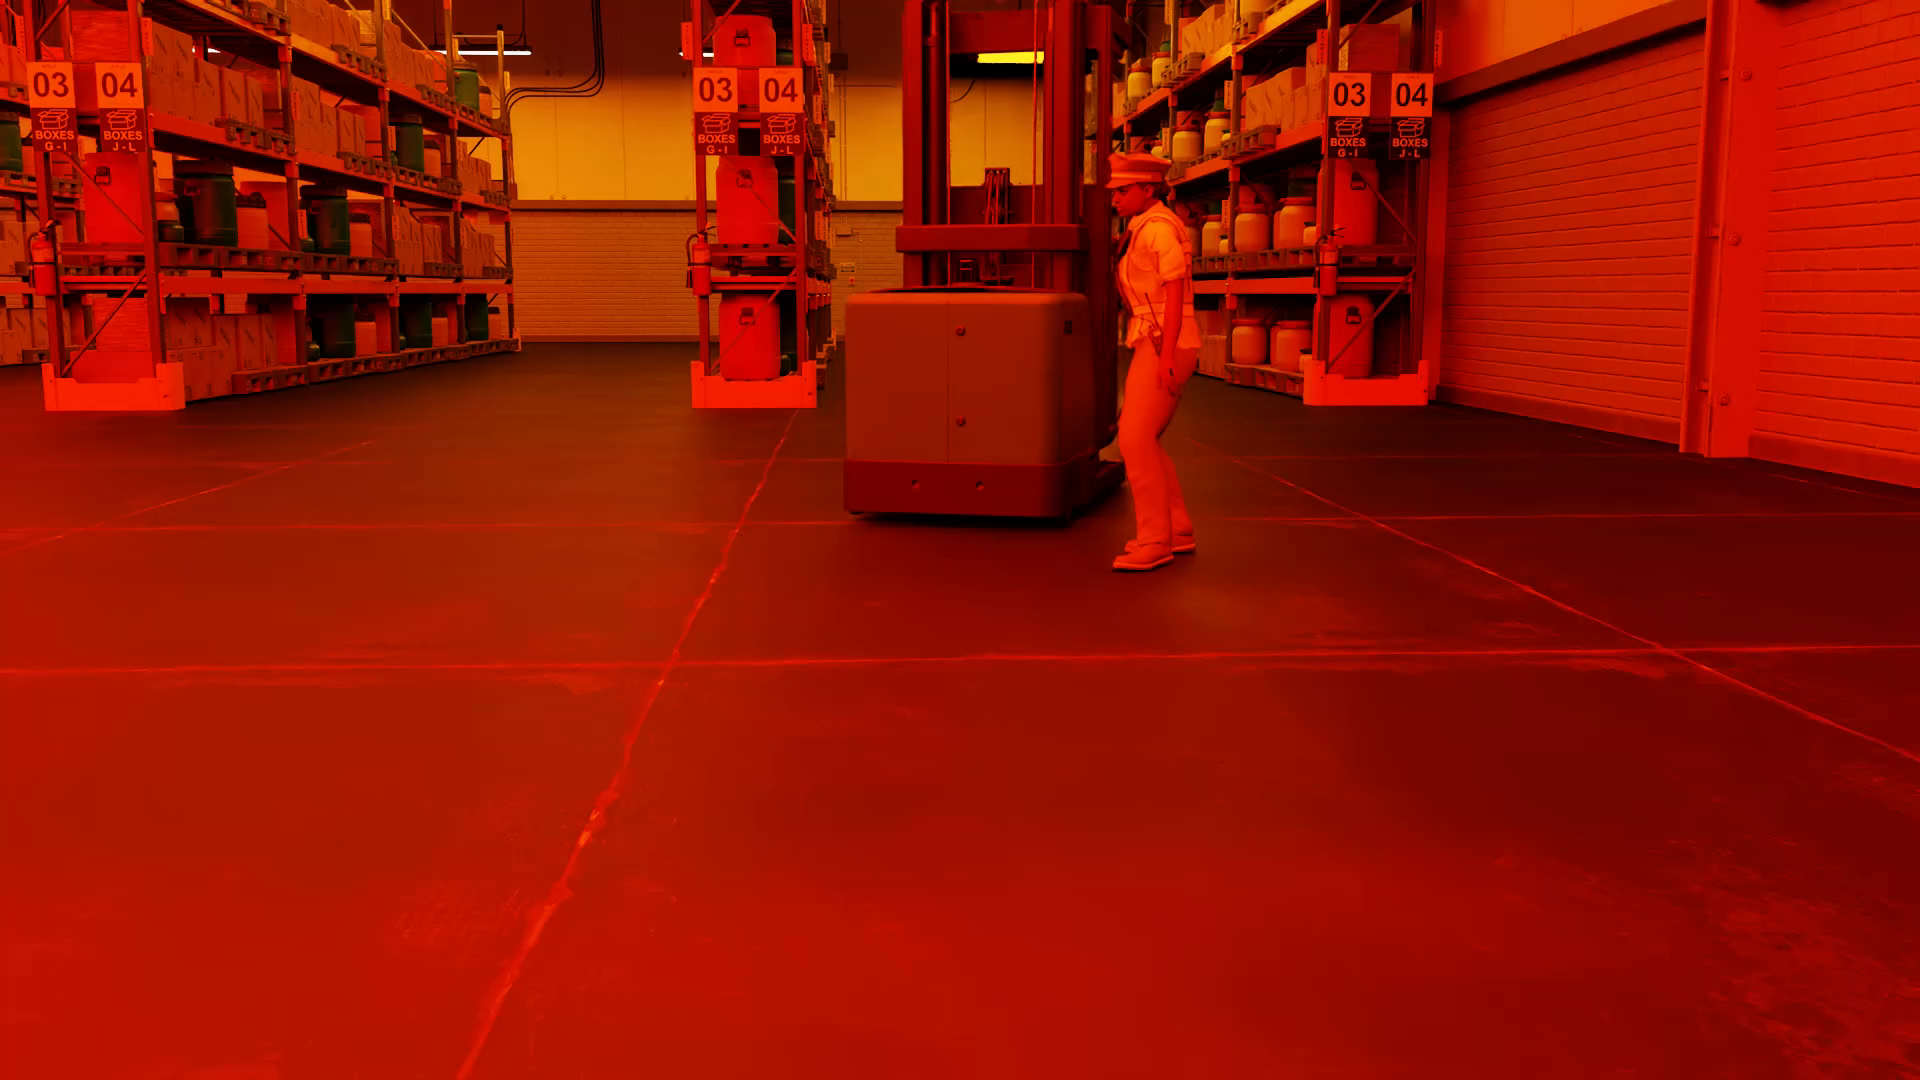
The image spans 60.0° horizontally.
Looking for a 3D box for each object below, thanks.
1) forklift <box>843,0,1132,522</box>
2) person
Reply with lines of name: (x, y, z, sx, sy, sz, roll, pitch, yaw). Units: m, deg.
forklift: (0.300, -1.712, 8.859, 1.130, 2.935, 3.031, 2, 9, 13)
person: (0.781, -0.729, 6.718, 0.397, 1.632, 0.788, 0, 8, 3)
